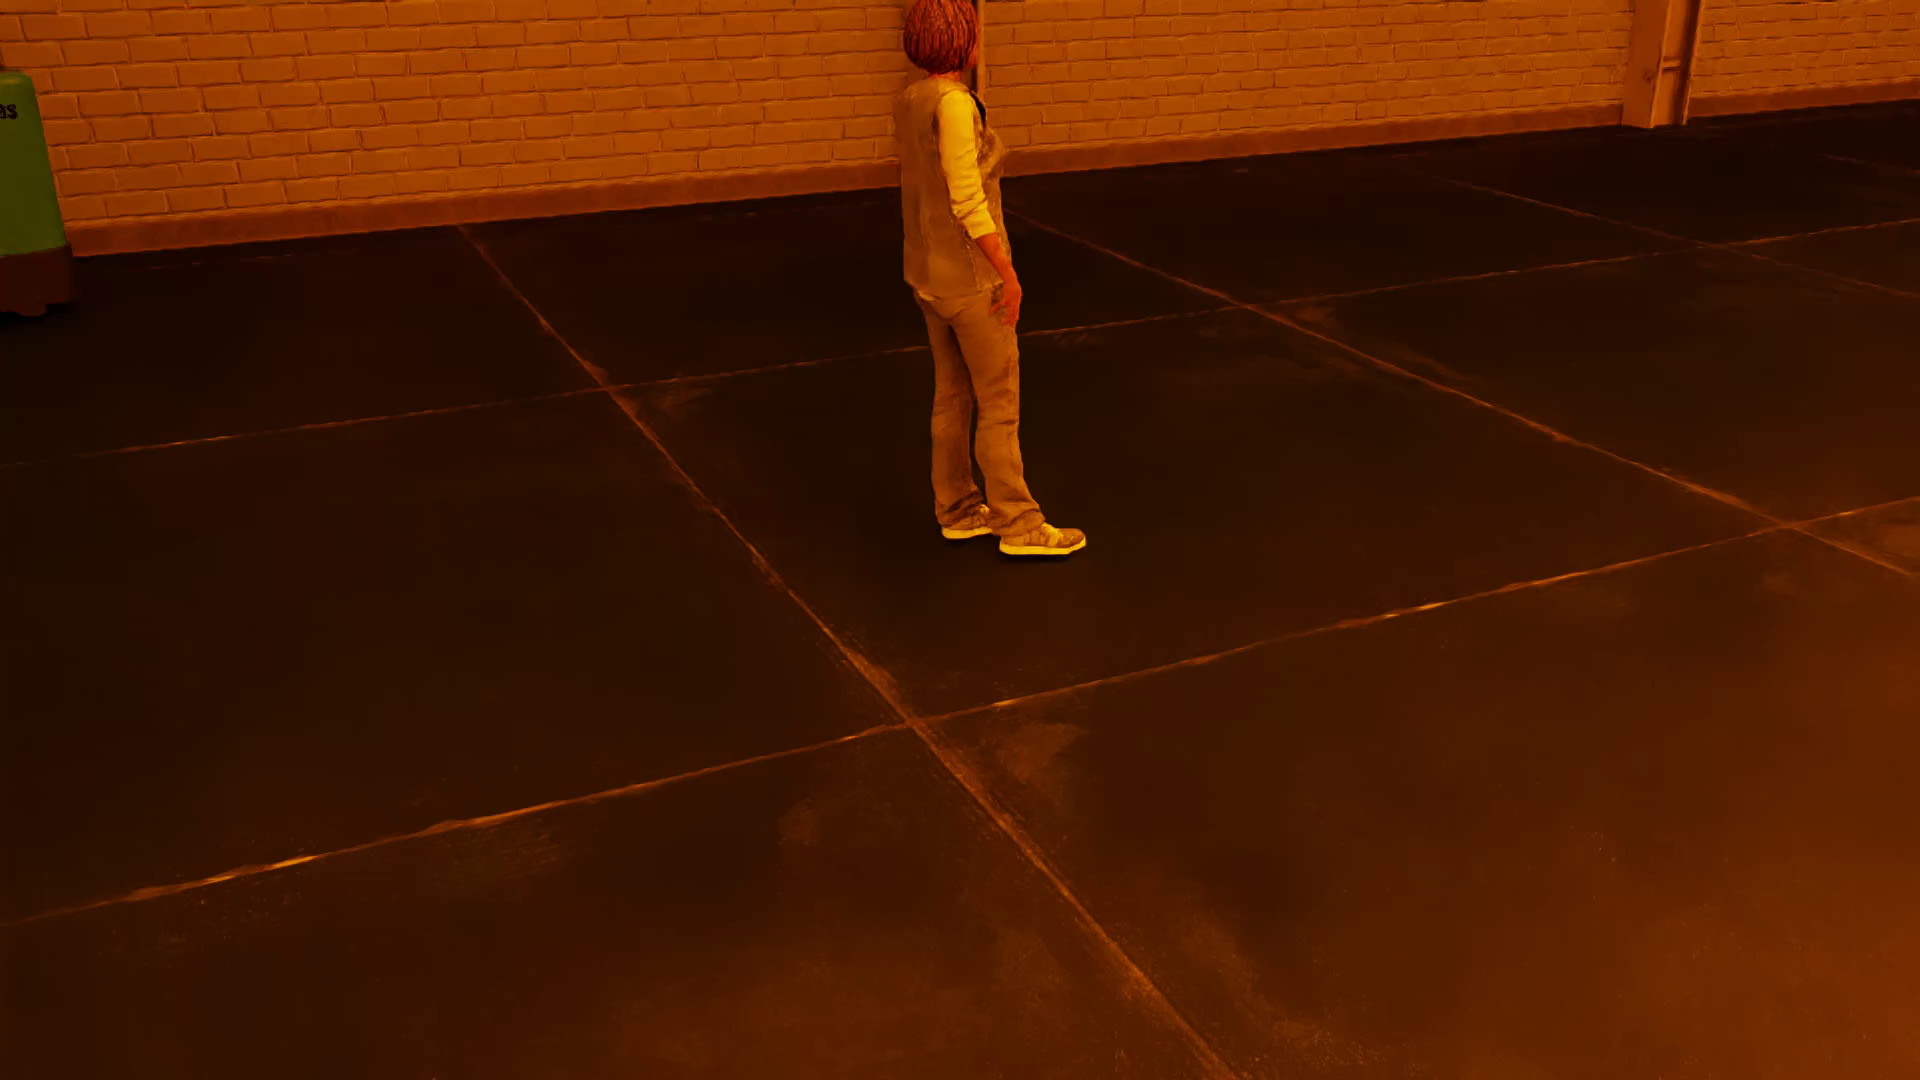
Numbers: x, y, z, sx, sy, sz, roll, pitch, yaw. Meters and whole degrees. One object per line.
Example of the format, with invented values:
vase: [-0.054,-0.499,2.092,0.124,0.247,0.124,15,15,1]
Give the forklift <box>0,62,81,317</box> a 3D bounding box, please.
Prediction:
forklift: [-5.411,-2.121,6.391,1.130,2.935,3.031,21,30,41]

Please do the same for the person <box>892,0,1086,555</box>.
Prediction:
person: [0.073,-0.751,4.815,0.474,1.597,0.521,-10,25,-23]
